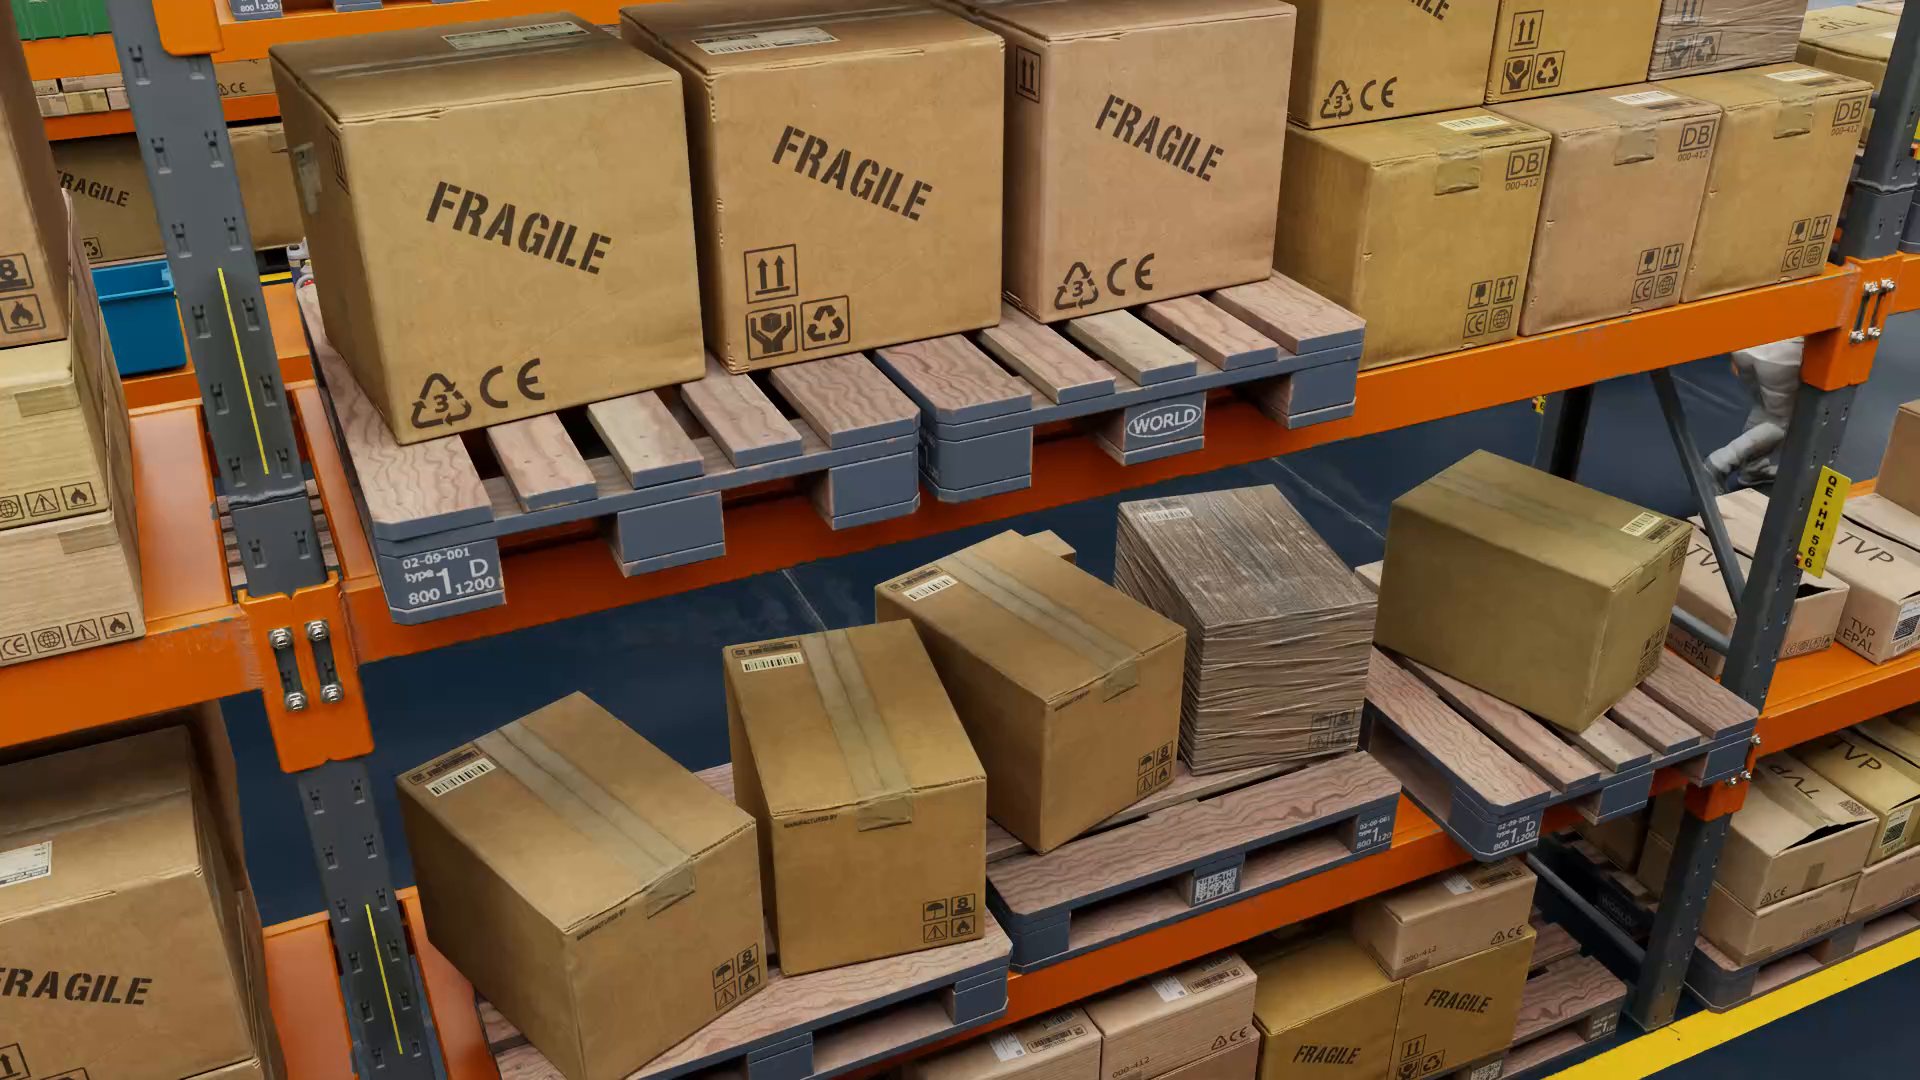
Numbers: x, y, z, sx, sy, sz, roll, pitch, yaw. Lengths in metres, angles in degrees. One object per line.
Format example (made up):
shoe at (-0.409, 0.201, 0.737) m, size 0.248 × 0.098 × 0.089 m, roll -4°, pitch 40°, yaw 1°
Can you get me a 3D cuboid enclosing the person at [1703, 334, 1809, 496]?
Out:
person at (4.296, -0.974, 8.817) m, size 0.782 × 1.632 × 0.494 m, roll -10°, pitch 31°, yaw -16°
